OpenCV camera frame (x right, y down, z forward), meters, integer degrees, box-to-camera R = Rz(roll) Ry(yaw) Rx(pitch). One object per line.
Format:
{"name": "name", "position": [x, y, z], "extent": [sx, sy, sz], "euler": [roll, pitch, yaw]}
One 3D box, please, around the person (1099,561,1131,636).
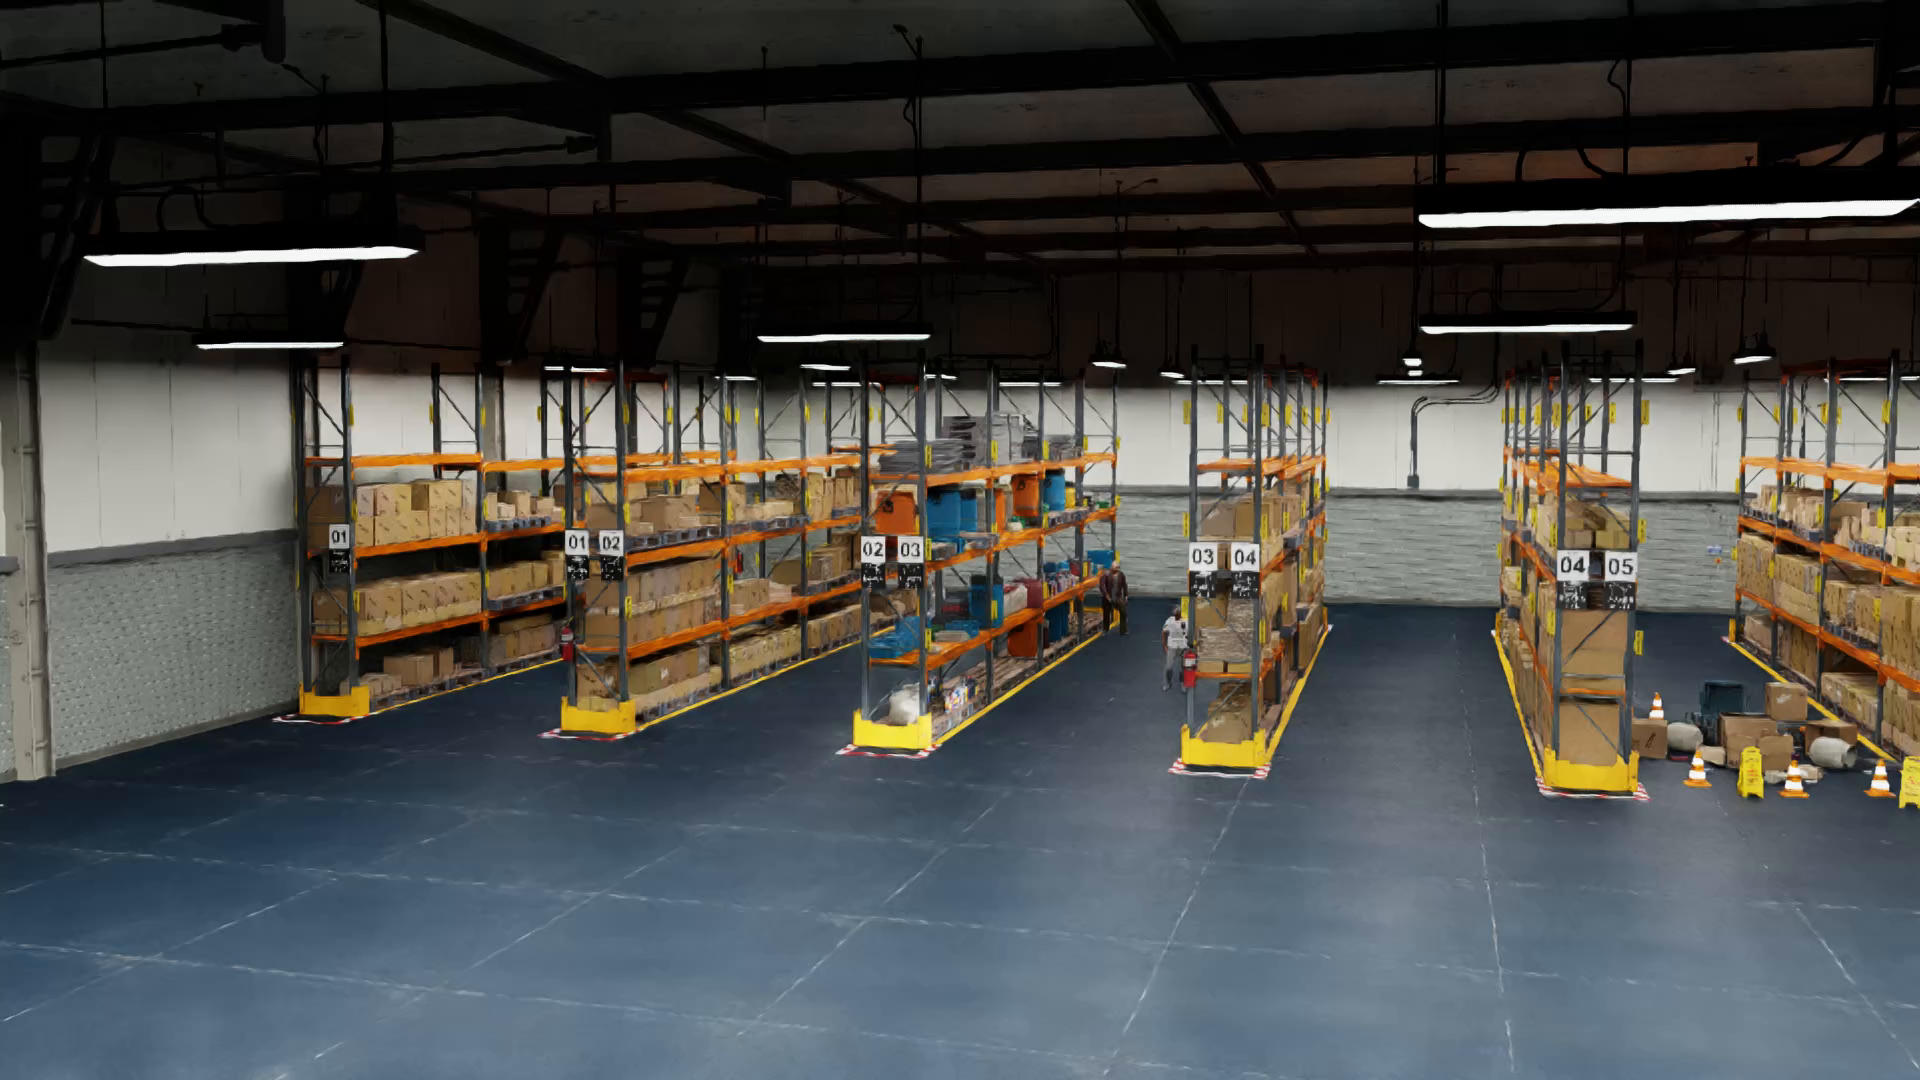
{"name": "person", "position": [3.466, 1.320, 37.559], "extent": [0.717, 1.729, 0.810], "euler": [0, 4, -6]}

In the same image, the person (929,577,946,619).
{"name": "person", "position": [-0.463, 1.542, 35.901], "extent": [0.413, 1.525, 1.029], "euler": [1, 4, 14]}

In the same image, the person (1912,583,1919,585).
{"name": "person", "position": [21.433, 1.372, 37.011], "extent": [0.720, 1.711, 0.571], "euler": [-1, 4, -12]}

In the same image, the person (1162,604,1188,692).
{"name": "person", "position": [3.942, 1.940, 30.102], "extent": [0.592, 1.629, 0.526], "euler": [1, 4, 14]}
